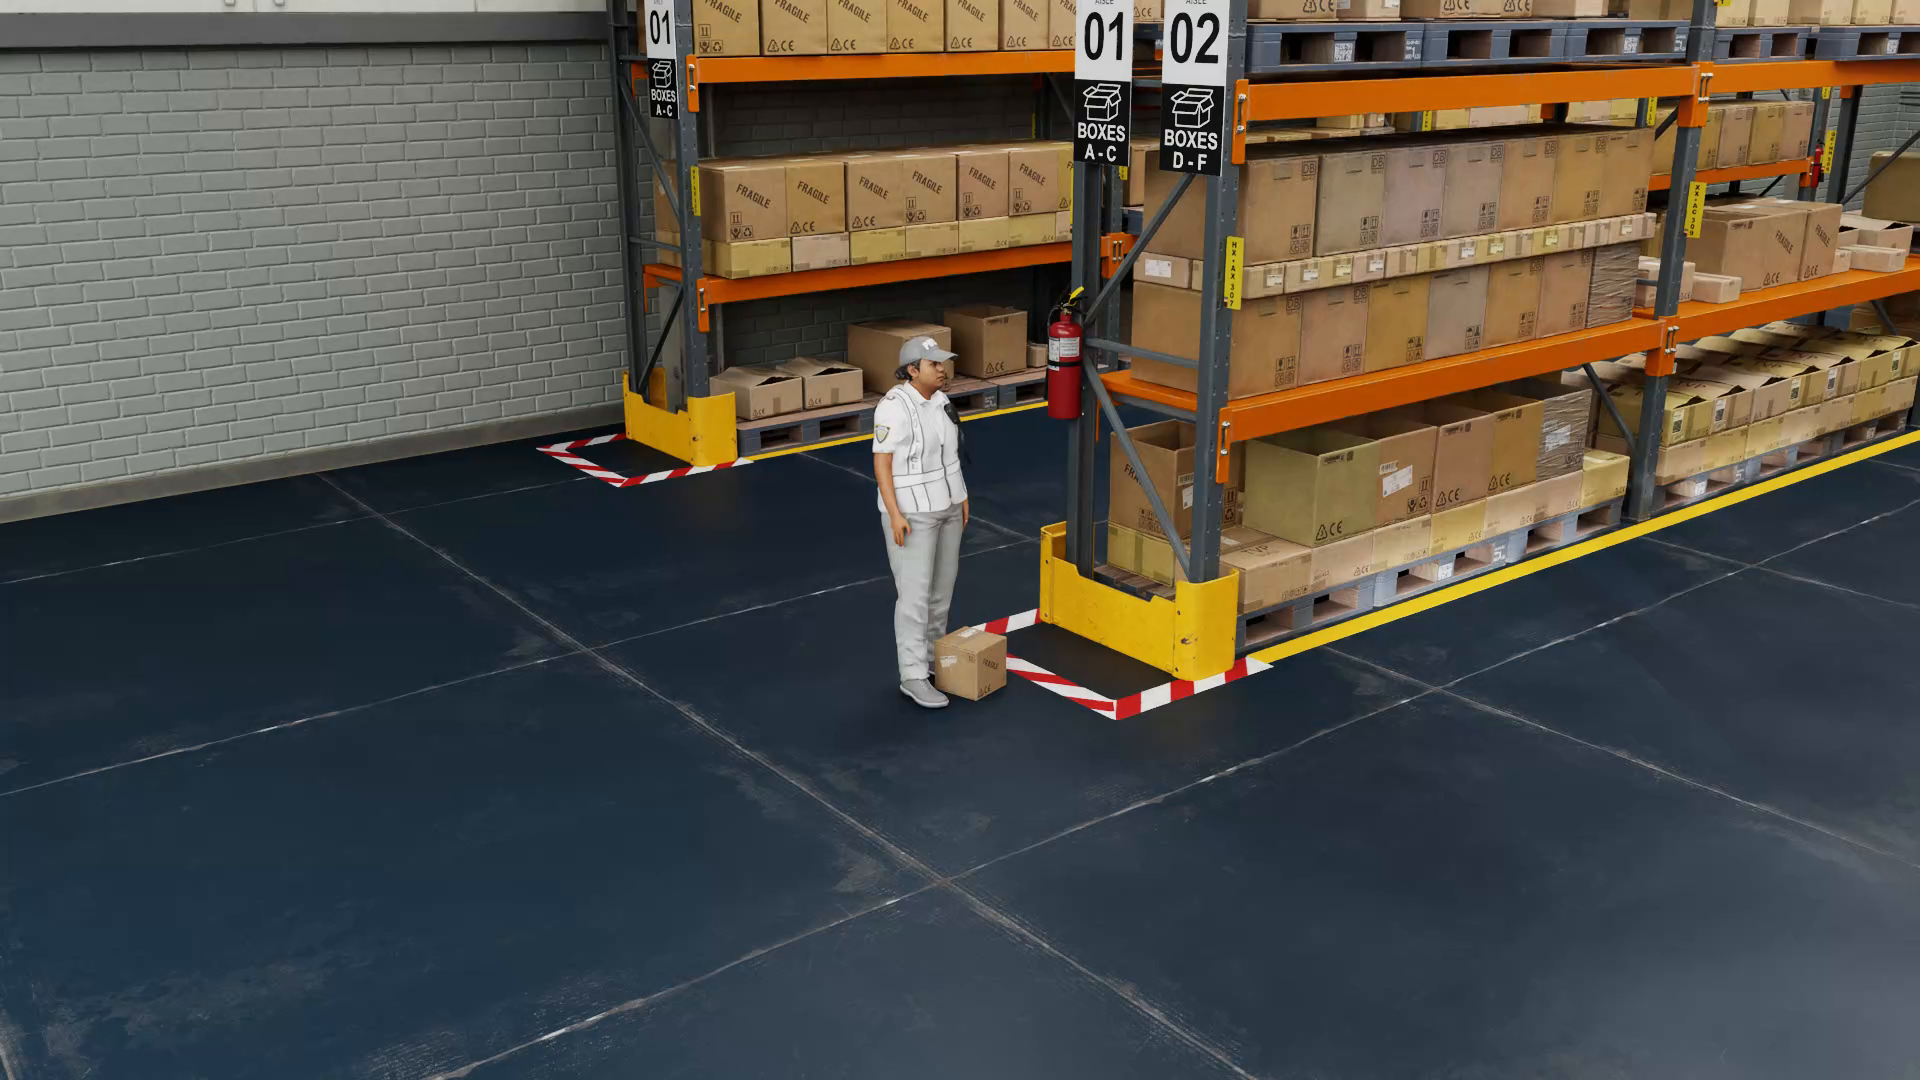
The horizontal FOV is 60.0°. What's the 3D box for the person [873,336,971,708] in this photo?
[{"bbox_3d":[-0.123,-0.115,7.867,0.529,1.670,0.598,14,22,36],"label":"person"}]
